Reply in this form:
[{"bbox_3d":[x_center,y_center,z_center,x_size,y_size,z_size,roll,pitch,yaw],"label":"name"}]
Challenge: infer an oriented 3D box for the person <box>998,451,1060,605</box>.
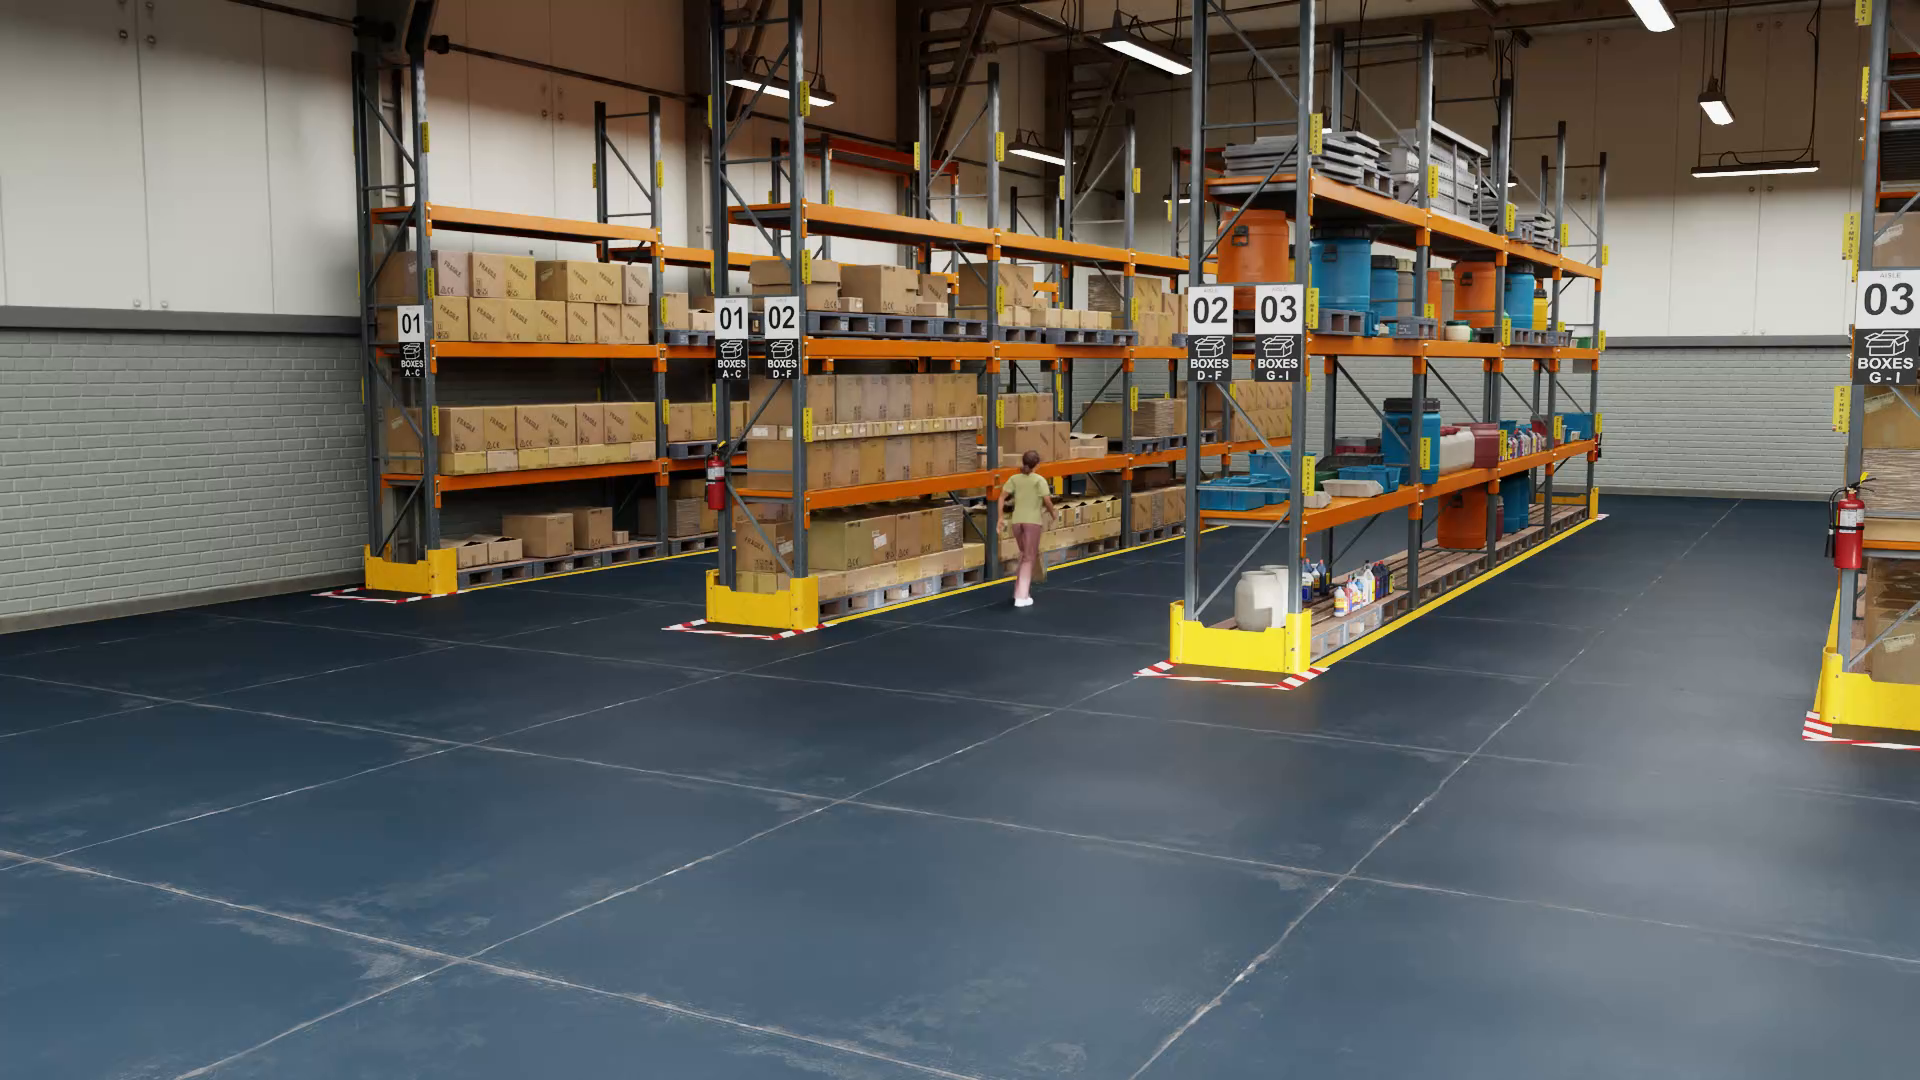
[{"bbox_3d":[0.759,-0.142,17.904,0.605,1.616,0.740,4,7,33],"label":"person"}]
